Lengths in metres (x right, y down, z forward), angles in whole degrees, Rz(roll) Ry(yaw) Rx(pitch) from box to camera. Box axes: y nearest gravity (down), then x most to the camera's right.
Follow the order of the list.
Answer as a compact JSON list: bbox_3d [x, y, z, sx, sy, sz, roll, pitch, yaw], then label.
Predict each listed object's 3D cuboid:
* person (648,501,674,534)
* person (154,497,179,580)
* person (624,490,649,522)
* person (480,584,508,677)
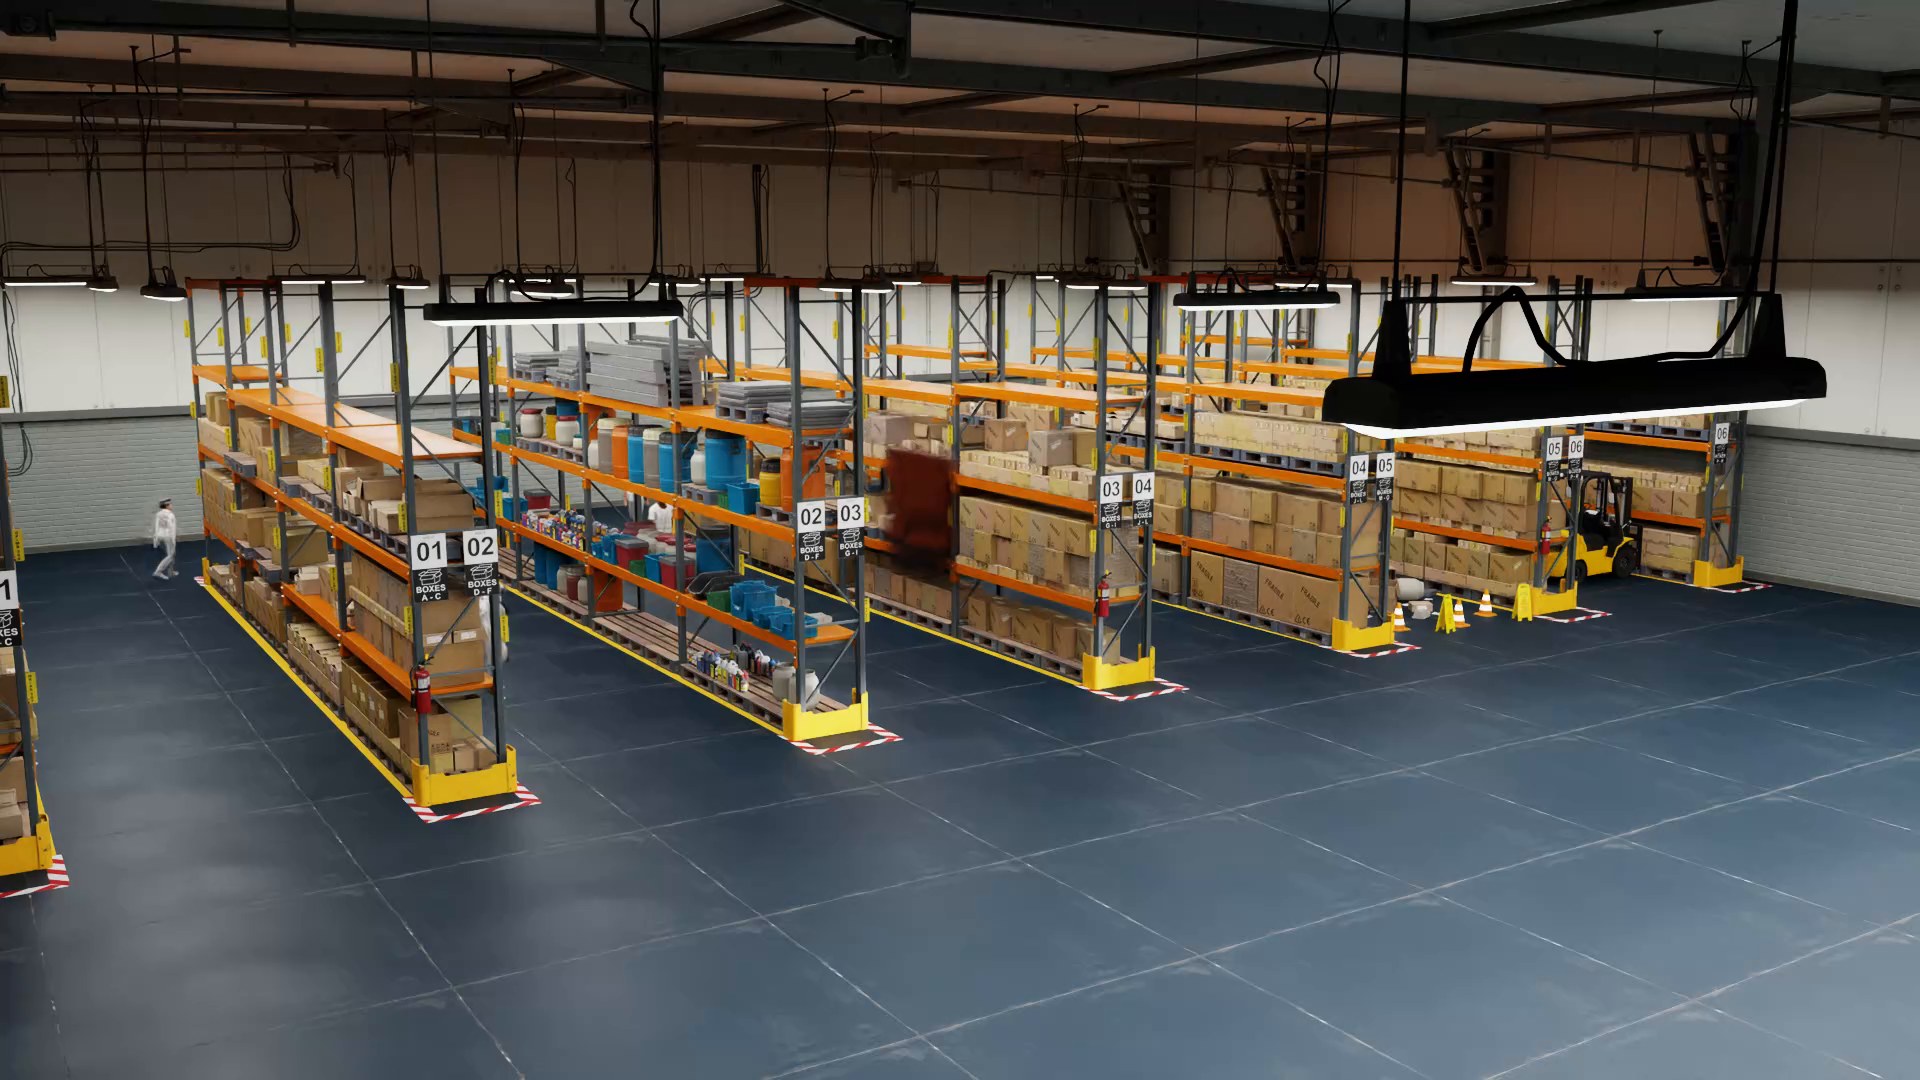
[{"bbox_3d":[-6.017,-0.155,33.678,0.593,1.704,1.071,-5,11,-29],"label":"person"},{"bbox_3d":[-15.892,-0.023,33.157,0.561,1.608,0.852,3,10,15],"label":"person"},{"bbox_3d":[-7.469,-0.939,38.342,0.536,1.715,0.898,2,10,10],"label":"person"},{"bbox_3d":[-7.092,1.381,24.992,0.584,1.609,0.590,9,13,42],"label":"person"}]
